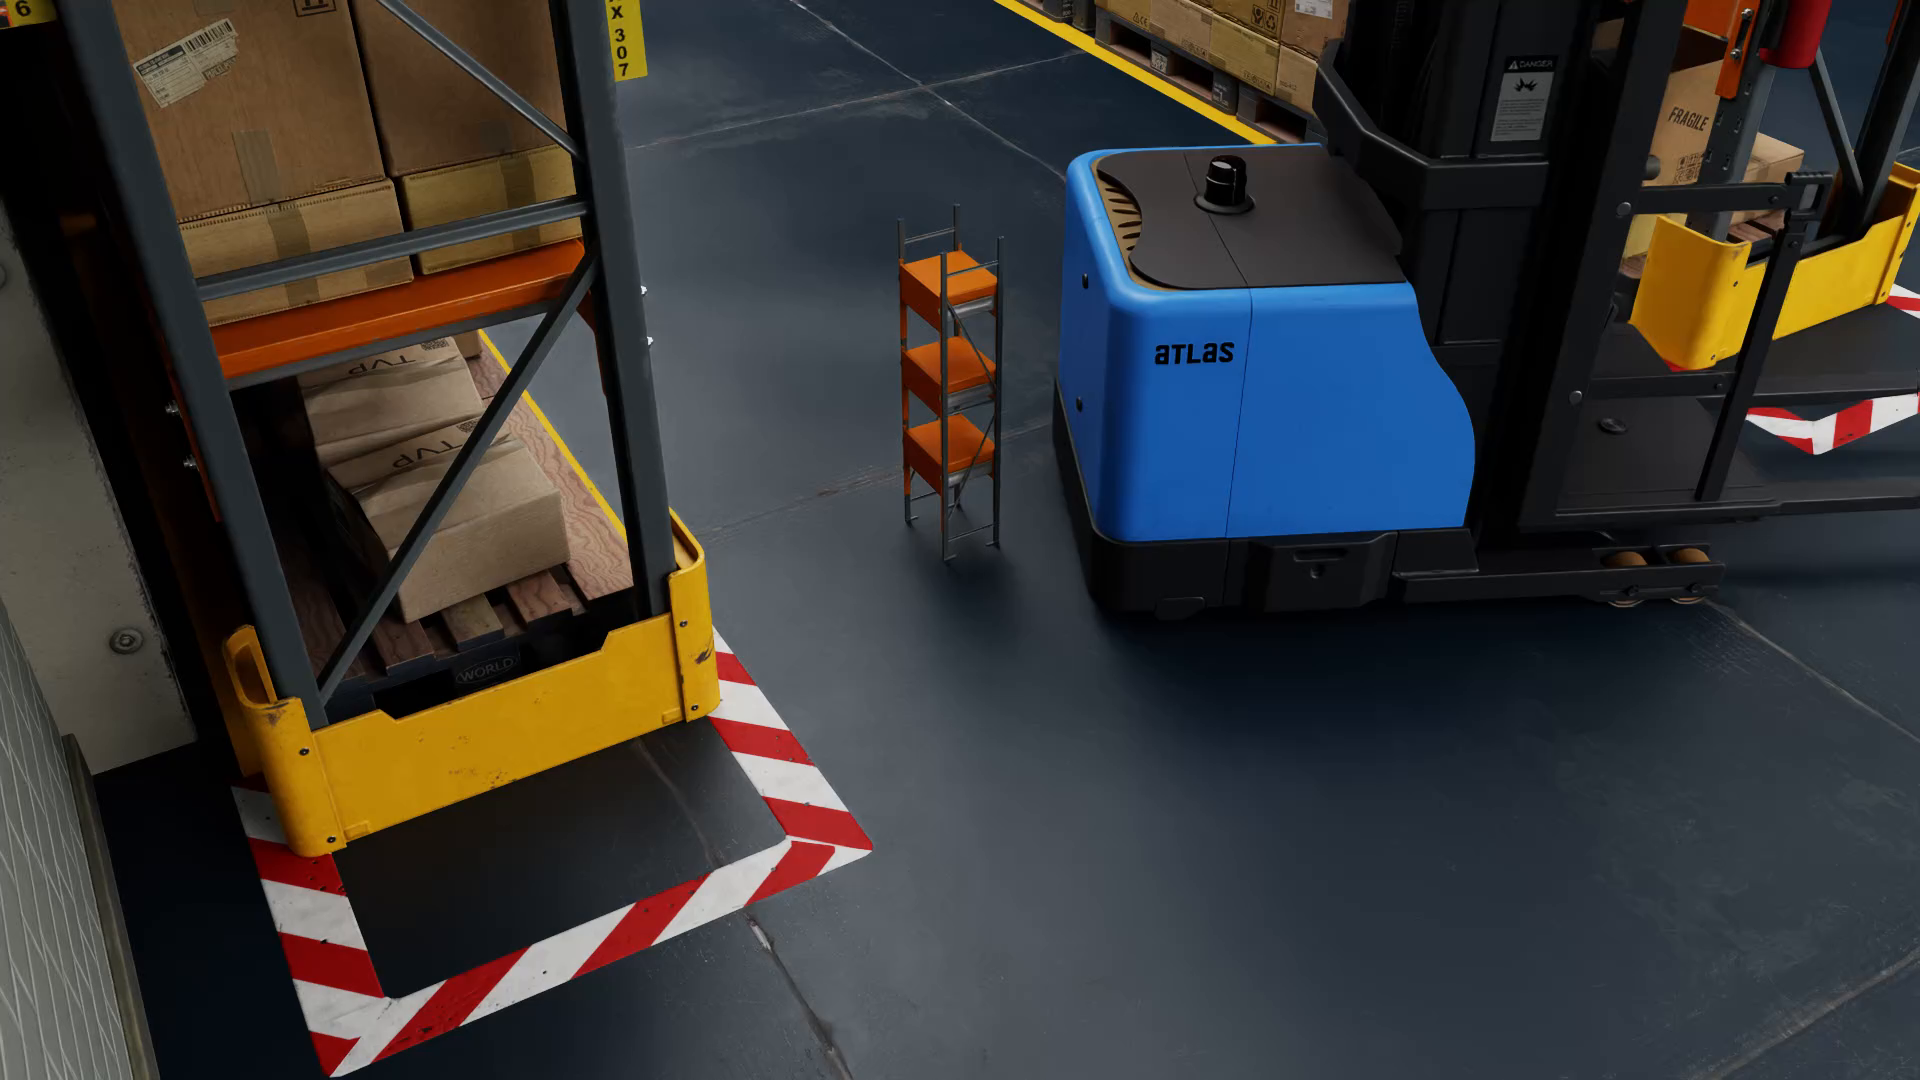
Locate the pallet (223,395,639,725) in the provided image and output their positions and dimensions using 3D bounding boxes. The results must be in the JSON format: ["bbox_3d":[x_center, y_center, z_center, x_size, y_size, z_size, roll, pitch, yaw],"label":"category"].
[{"bbox_3d":[-1.613,0.038,5.019,1.003,0.211,1.213,-19,40,-24],"label":"pallet"}]

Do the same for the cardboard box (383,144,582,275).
[{"bbox_3d":[-1.168,-0.915,4.070,0.500,0.250,0.500,-20,41,-25],"label":"cardboard box"}]

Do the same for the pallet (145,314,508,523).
[{"bbox_3d":[-2.222,-0.583,5.870,1.003,0.211,1.213,-19,40,-24],"label":"pallet"}]

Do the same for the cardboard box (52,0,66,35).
[{"bbox_3d":[-2.126,-1.574,4.336,0.500,0.500,0.500,-20,41,-25],"label":"cardboard box"}]

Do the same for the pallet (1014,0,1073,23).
[{"bbox_3d":[0.671,-3.372,9.688,1.003,0.211,1.213,-19,40,-24],"label":"pallet"}]

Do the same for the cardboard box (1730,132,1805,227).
[{"bbox_3d":[3.007,-1.493,6.726,0.500,0.250,0.500,-19,40,-24],"label":"cardboard box"}]

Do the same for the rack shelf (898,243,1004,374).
[{"bbox_3d":[-0.027,-0.672,4.817,0.215,0.259,0.240,-19,40,-24],"label":"rack shelf"}]

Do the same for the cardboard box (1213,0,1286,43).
[{"bbox_3d":[1.539,-2.657,7.684,0.500,0.500,0.500,-19,40,-24],"label":"cardboard box"}]

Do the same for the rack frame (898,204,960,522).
[{"bbox_3d":[-0.088,-0.513,5.063,0.200,1.050,0.008,-19,40,-24],"label":"rack frame"}]

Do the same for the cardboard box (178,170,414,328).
[{"bbox_3d":[-1.600,-0.753,3.848,0.500,0.250,0.500,-18,40,-23],"label":"cardboard box"}]

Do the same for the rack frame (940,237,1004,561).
[{"bbox_3d":[0.034,-0.389,4.893,0.200,1.050,0.008,-19,40,-24],"label":"rack frame"}]

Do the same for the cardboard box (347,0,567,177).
[{"bbox_3d":[-1.177,-1.207,3.834,0.500,0.500,0.500,-19,40,-24],"label":"cardboard box"}]

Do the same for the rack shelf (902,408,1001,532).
[{"bbox_3d":[-0.027,-0.218,5.148,0.215,0.259,0.240,-19,40,-24],"label":"rack shelf"}]

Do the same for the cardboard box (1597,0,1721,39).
[{"bbox_3d":[2.754,-2.050,6.853,0.500,0.500,0.500,-19,40,-24],"label":"cardboard box"}]

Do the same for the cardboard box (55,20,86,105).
[{"bbox_3d":[-2.382,-1.526,4.907,0.500,0.250,0.500,-18,40,-23],"label":"cardboard box"}]

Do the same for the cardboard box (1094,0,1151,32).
[{"bbox_3d":[1.045,-2.867,8.607,0.500,0.250,0.500,-19,40,-24],"label":"cardboard box"}]

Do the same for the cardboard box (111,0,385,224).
[{"bbox_3d":[-1.618,-1.052,3.622,0.500,0.500,0.500,-19,40,-24],"label":"cardboard box"}]

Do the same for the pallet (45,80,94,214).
[{"bbox_3d":[-3.599,-1.935,7.720,1.003,0.211,1.213,-19,40,-24],"label":"pallet"}]

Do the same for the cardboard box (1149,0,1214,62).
[{"bbox_3d":[1.292,-2.610,8.256,0.500,0.250,0.500,-19,40,-24],"label":"cardboard box"}]

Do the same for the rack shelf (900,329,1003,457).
[{"bbox_3d":[-0.027,-0.443,4.984,0.215,0.259,0.240,-19,40,-24],"label":"rack shelf"}]

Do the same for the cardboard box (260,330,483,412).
[{"bbox_3d":[-2.079,-0.852,5.619,0.700,0.500,0.500,-22,41,-27],"label":"cardboard box"}]

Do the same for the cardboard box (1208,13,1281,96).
[{"bbox_3d":[1.539,-2.354,7.905,0.500,0.250,0.500,-19,40,-24],"label":"cardboard box"}]

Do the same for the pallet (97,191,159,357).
[{"bbox_3d":[-2.839,-1.206,6.722,1.003,0.211,1.213,-19,40,-24],"label":"pallet"}]

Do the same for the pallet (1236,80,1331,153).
[{"bbox_3d":[2.055,-1.967,7.764,1.003,0.211,1.213,-19,40,-24],"label":"pallet"}]

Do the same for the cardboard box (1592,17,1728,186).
[{"bbox_3d":[2.557,-1.641,6.294,0.500,0.500,0.500,-19,40,-24],"label":"cardboard box"}]

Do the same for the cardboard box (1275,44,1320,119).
[{"bbox_3d":[1.795,-2.101,7.558,0.500,0.250,0.500,-19,40,-24],"label":"cardboard box"}]

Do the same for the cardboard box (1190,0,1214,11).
[{"bbox_3d":[1.295,-2.914,8.036,0.500,0.500,0.500,-19,40,-24],"label":"cardboard box"}]

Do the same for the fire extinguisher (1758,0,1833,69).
[{"bbox_3d":[2.742,-1.865,5.326,0.296,0.674,0.183,-19,40,-24],"label":"fire extinguisher"}]

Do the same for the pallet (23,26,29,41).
[{"bbox_3d":[-4.825,-3.179,9.424,1.003,0.211,1.213,-19,40,-24],"label":"pallet"}]

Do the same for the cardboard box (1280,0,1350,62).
[{"bbox_3d":[1.792,-2.402,7.336,0.500,0.500,0.500,-19,40,-24],"label":"cardboard box"}]

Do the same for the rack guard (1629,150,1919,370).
[{"bbox_3d":[3.096,-1.072,6.295,1.175,0.500,0.348,-19,40,-24],"label":"rack guard"}]

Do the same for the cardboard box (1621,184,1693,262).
[{"bbox_3d":[2.559,-1.339,6.516,0.500,0.250,0.500,-19,40,-24],"label":"cardboard box"}]

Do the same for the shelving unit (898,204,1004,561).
[{"bbox_3d":[-0.027,-0.451,4.978,0.215,1.050,0.252,-19,40,-24],"label":"shelving unit"}]

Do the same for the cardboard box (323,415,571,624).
[{"bbox_3d":[-1.467,-0.096,4.745,0.500,0.311,0.500,-24,42,-29],"label":"cardboard box"}]

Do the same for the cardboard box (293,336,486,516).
[{"bbox_3d":[-1.753,-0.386,5.143,0.500,0.311,0.500,-16,39,-20],"label":"cardboard box"}]

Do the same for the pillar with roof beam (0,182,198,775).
[{"bbox_3d":[1.426,-4.423,3.677,9.100,9.000,0.400,-19,40,-24],"label":"pillar with roof beam"}]

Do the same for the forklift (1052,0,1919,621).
[{"bbox_3d":[1.855,-1.292,4.534,3.031,2.935,1.130,-3,36,-4],"label":"forklift"}]

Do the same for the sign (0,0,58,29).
[{"bbox_3d":[-1.687,-1.065,2.916,0.100,0.325,0.005,-19,40,-24],"label":"sign"}]

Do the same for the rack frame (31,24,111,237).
[{"bbox_3d":[-3.207,-2.664,6.355,1.000,3.000,0.127,-19,40,-24],"label":"rack frame"}]

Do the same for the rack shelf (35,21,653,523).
[{"bbox_3d":[-2.202,-1.354,5.170,1.077,0.370,4.000,-19,40,-24],"label":"rack shelf"}]

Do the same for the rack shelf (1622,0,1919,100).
[{"bbox_3d":[2.079,-2.824,7.183,1.077,0.370,4.000,-19,40,-24],"label":"rack shelf"}]

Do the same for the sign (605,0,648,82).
[{"bbox_3d":[-0.728,-1.135,3.527,0.100,0.325,0.005,-19,40,-24],"label":"sign"}]

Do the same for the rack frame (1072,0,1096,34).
[{"bbox_3d":[1.074,-4.134,8.367,1.000,3.000,0.127,-19,40,-24],"label":"rack frame"}]

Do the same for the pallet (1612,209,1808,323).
[{"bbox_3d":[2.664,-1.346,6.913,1.003,0.211,1.213,-19,40,-24],"label":"pallet"}]

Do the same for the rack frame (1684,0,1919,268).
[{"bbox_3d":[3.084,-2.094,5.574,1.000,3.000,0.127,-19,40,-24],"label":"rack frame"}]

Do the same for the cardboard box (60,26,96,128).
[{"bbox_3d":[-2.126,-1.269,4.555,0.500,0.250,0.500,-19,40,-24],"label":"cardboard box"}]

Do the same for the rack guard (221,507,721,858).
[{"bbox_3d":[-1.235,0.346,4.352,1.175,0.500,0.348,-19,40,-24],"label":"rack guard"}]

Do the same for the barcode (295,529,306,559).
[{"bbox_3d":[-1.822,0.010,4.592,0.001,0.075,0.075,-19,40,-24],"label":"barcode"}]

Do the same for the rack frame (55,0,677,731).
[{"bbox_3d":[-1.197,-0.624,3.562,1.000,3.000,0.127,-19,40,-24],"label":"rack frame"}]

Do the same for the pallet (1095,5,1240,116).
[{"bbox_3d":[1.438,-2.590,8.617,1.003,0.211,1.213,-19,40,-24],"label":"pallet"}]

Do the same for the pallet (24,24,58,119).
[{"bbox_3d":[-4.216,-2.558,8.573,1.003,0.211,1.213,-19,40,-24],"label":"pallet"}]
